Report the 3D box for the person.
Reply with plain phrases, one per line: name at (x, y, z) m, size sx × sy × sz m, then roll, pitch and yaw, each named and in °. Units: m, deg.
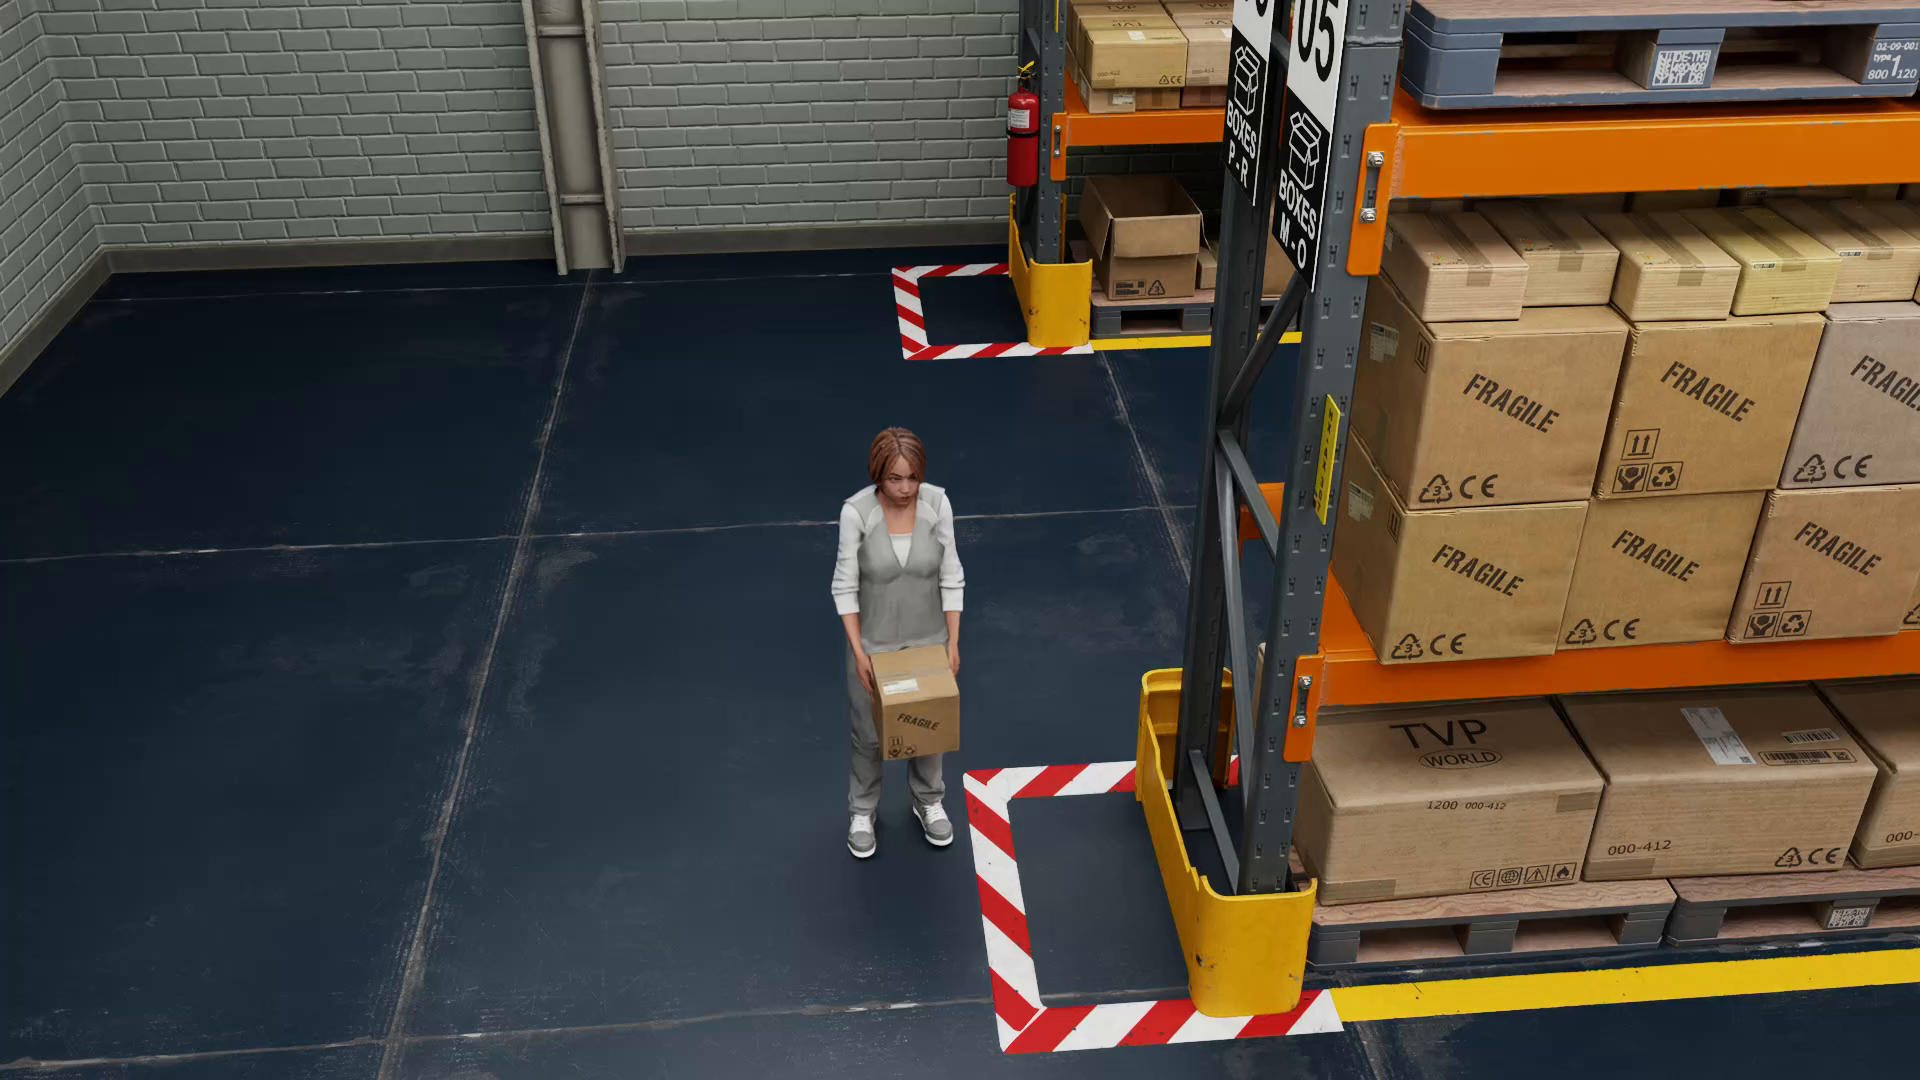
person at (-0.198, 0.354, 5.558) m, size 0.444 × 1.602 × 0.384 m, roll -7°, pitch 32°, yaw -11°
